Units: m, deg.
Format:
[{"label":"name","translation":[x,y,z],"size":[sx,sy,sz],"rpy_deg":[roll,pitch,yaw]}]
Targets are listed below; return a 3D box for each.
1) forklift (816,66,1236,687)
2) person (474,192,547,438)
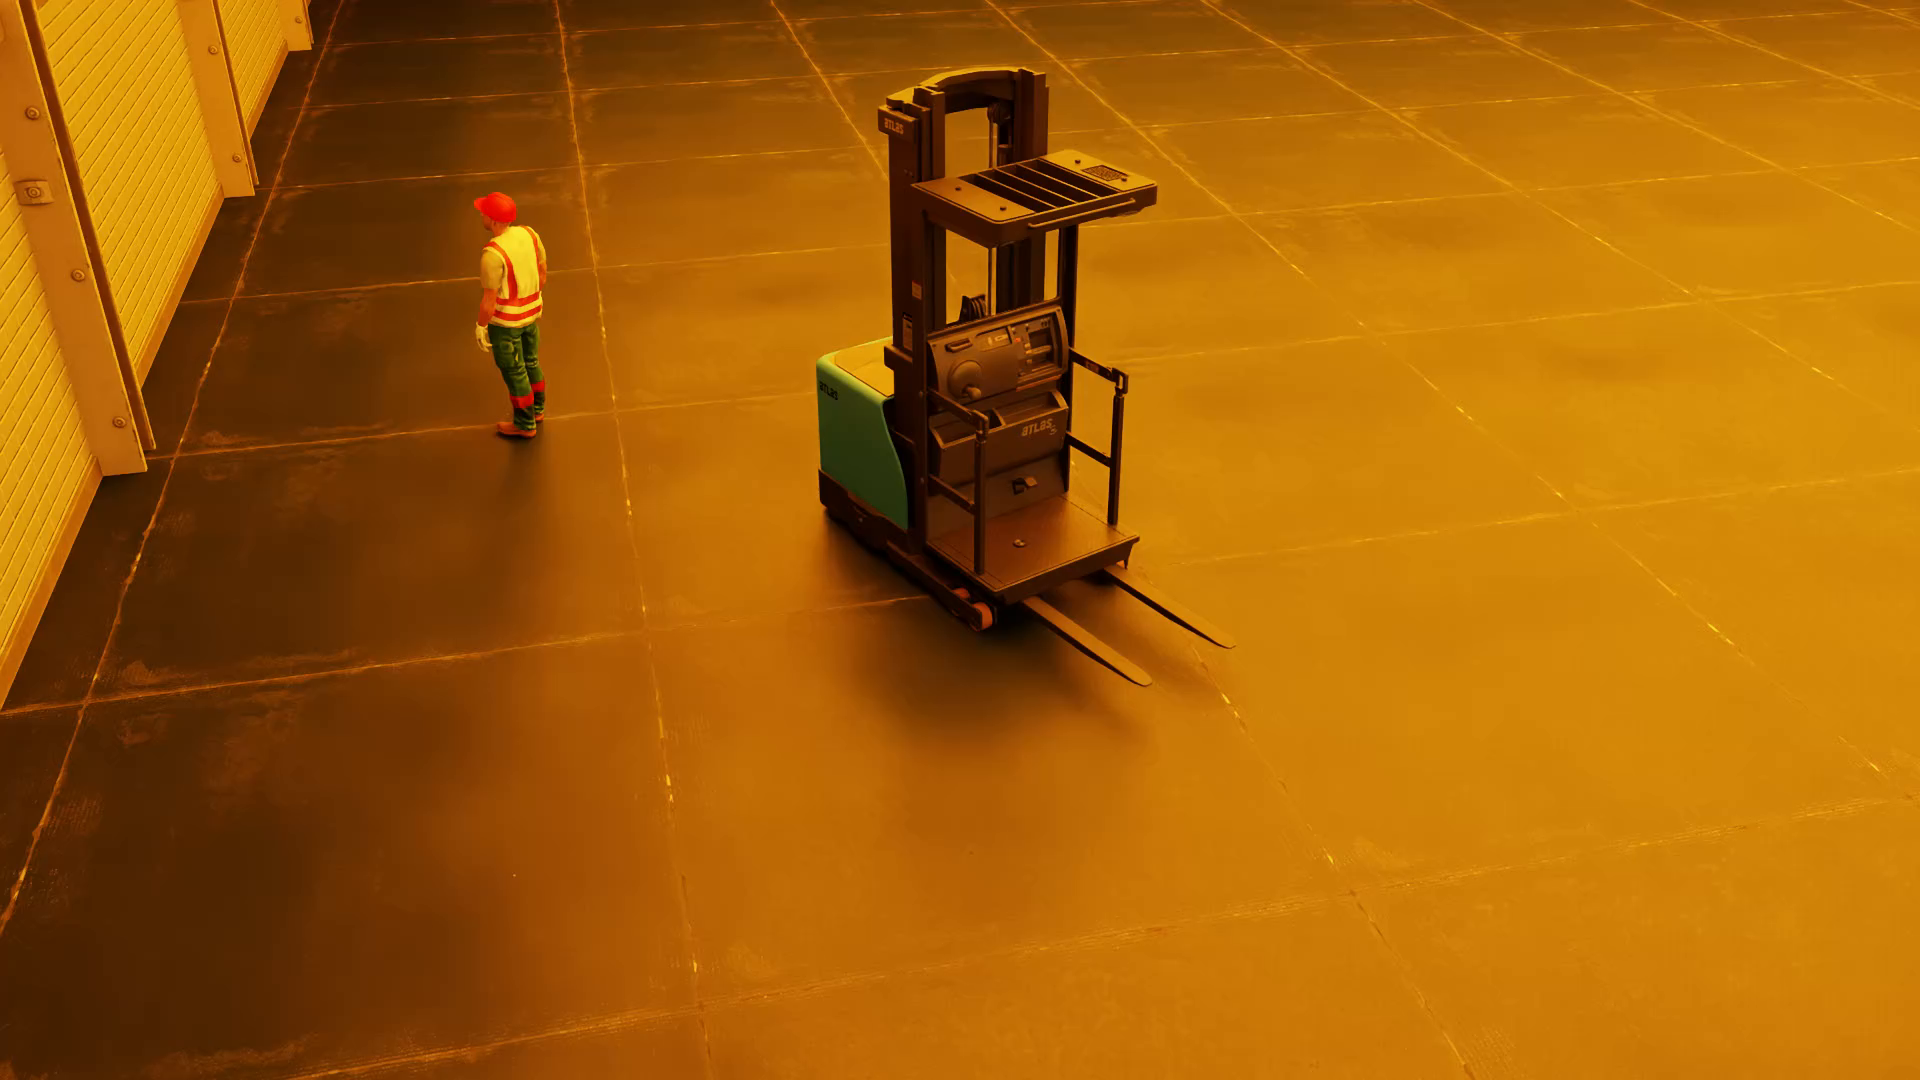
[{"label":"forklift","translation":[0.355,-1.021,9.338],"size":[1.130,2.935,3.031],"rpy_deg":[-20,35,-30]},{"label":"person","translation":[-3.114,-1.542,11.364],"size":[0.564,1.787,0.638],"rpy_deg":[15,33,23]}]
